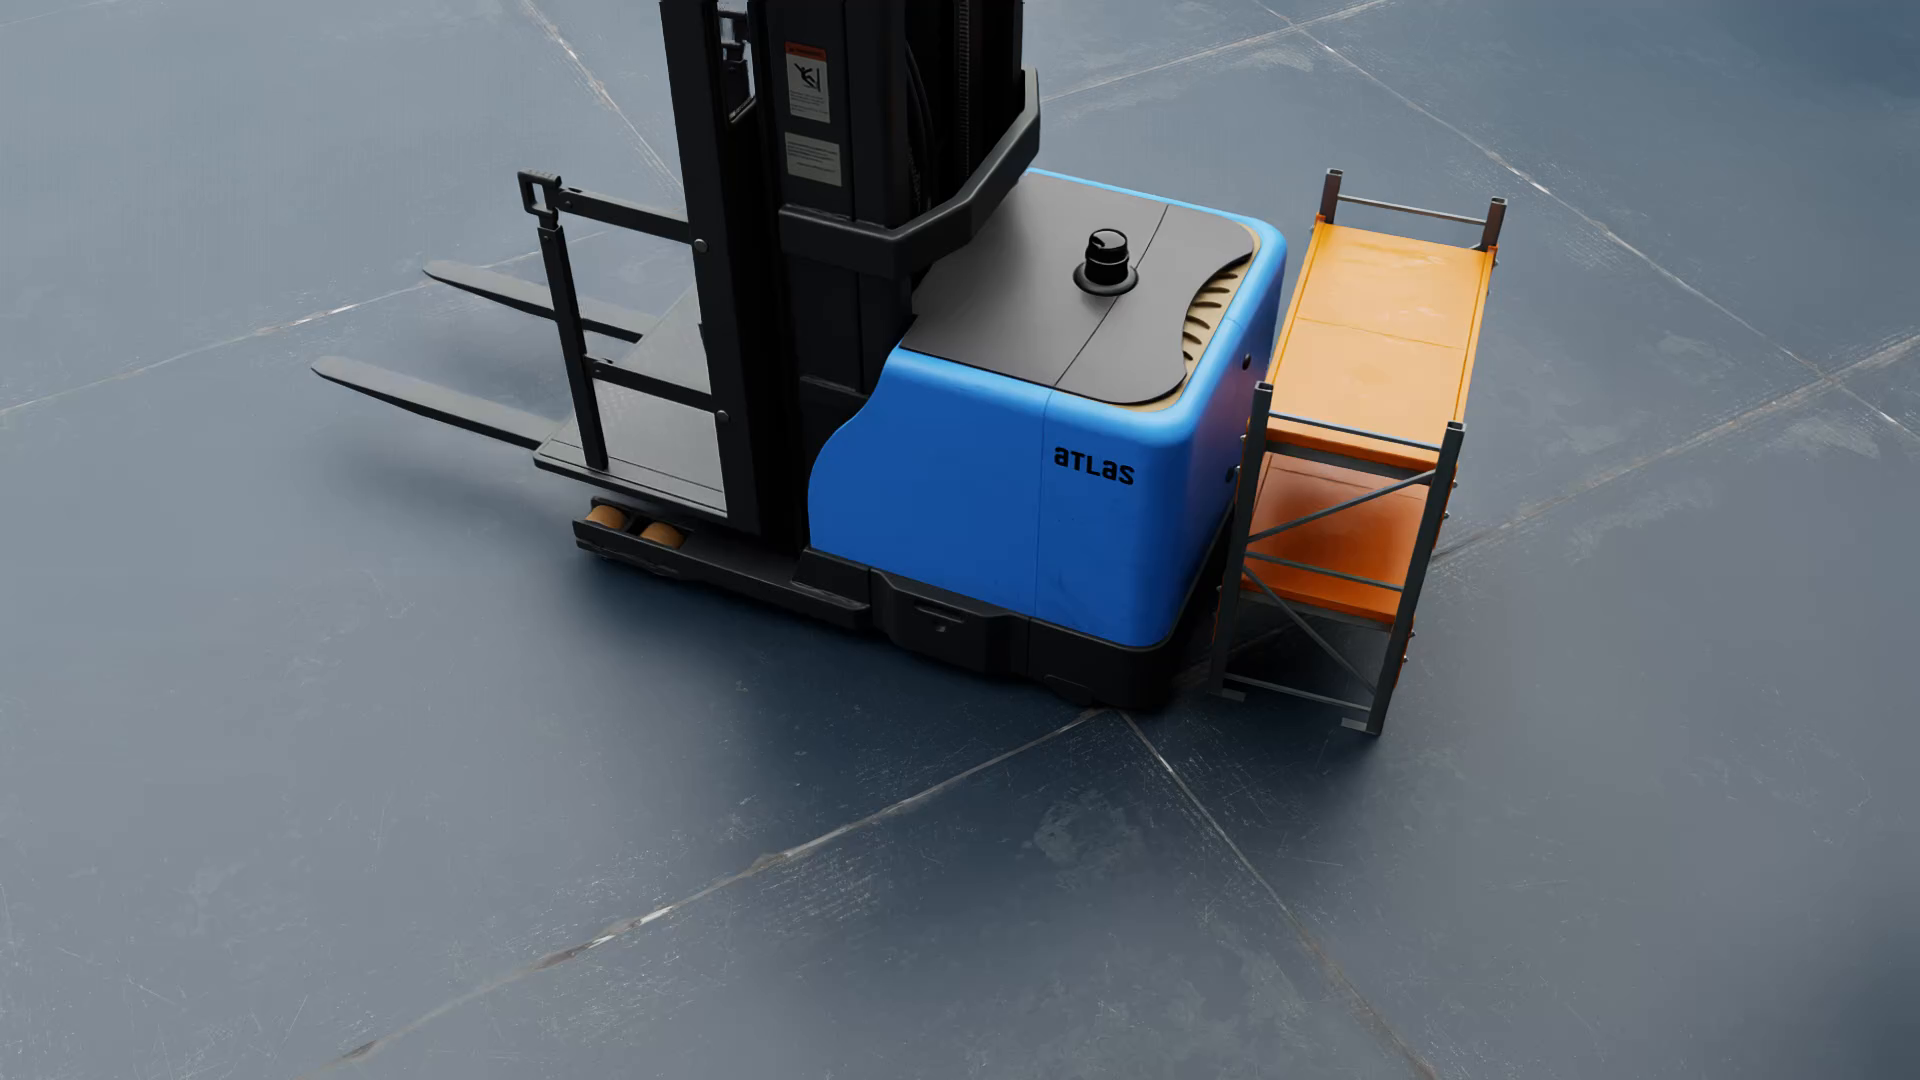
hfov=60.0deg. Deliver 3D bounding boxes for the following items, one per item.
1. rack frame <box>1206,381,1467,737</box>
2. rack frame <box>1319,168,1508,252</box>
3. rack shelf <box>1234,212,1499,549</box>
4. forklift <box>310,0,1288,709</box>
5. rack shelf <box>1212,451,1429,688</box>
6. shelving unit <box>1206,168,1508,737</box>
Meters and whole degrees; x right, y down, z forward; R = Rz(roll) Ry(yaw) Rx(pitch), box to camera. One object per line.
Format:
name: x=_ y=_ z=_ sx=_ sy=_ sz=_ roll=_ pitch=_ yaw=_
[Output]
rack frame: x=0.951 y=0.084 z=4.355 sx=0.500 sy=1.125 sz=0.032 roll=13 pitch=46 yaw=13
rack frame: x=1.276 y=-0.587 z=5.047 sx=0.500 sy=1.125 sz=0.032 roll=13 pitch=46 yaw=13
rack shelf: x=1.114 y=-0.462 z=4.497 sx=0.538 sy=0.278 sz=1.000 roll=13 pitch=46 yaw=13
forklift: x=-0.640 y=-1.259 z=4.443 sx=3.031 sy=2.935 sz=1.130 roll=17 pitch=47 yaw=17
rack shelf: x=1.113 y=-0.076 z=4.871 sx=0.538 sy=0.278 sz=1.000 roll=13 pitch=46 yaw=13
shelving unit: x=1.114 y=-0.252 z=4.701 sx=0.538 sy=1.125 sz=1.048 roll=13 pitch=46 yaw=13
